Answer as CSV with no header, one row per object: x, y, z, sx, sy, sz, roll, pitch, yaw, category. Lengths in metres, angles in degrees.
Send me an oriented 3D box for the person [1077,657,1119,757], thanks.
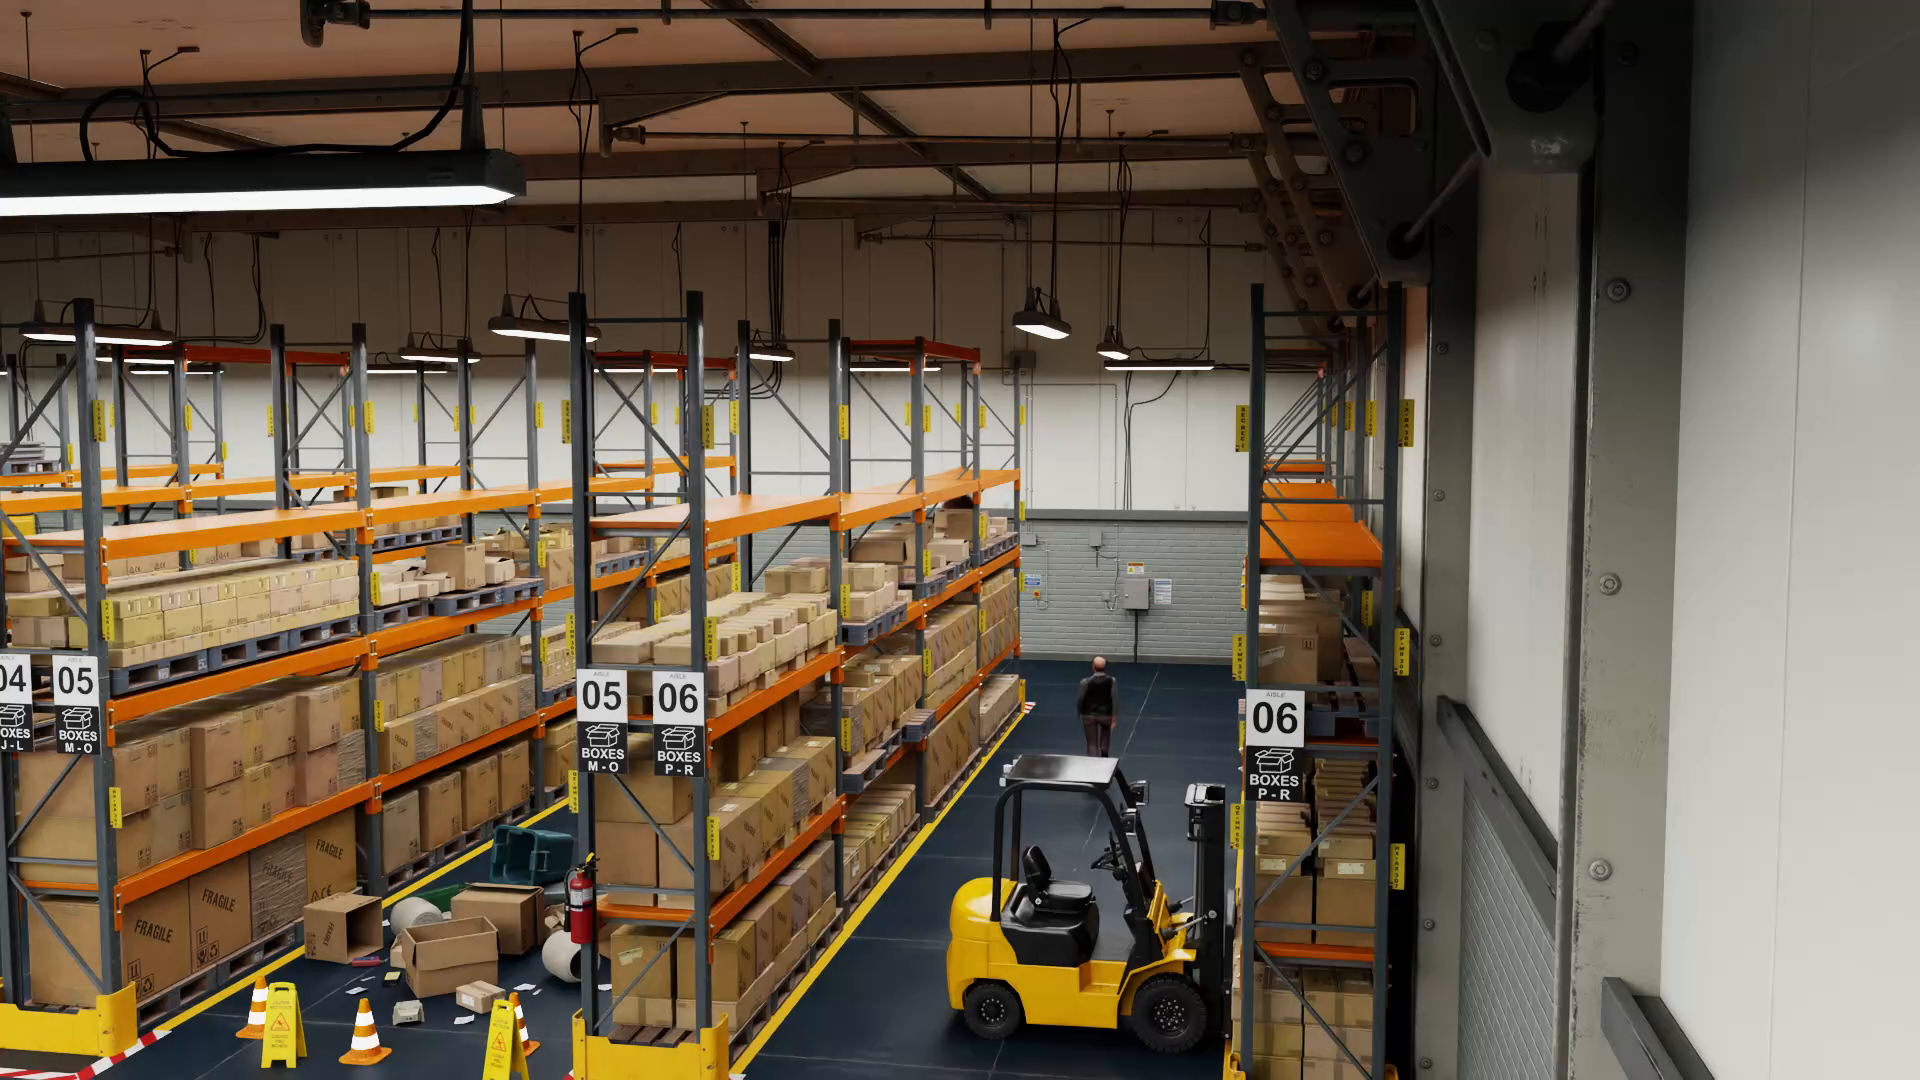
1.899,2.435,22.982,0.579,1.690,0.793,0,5,-1,person
